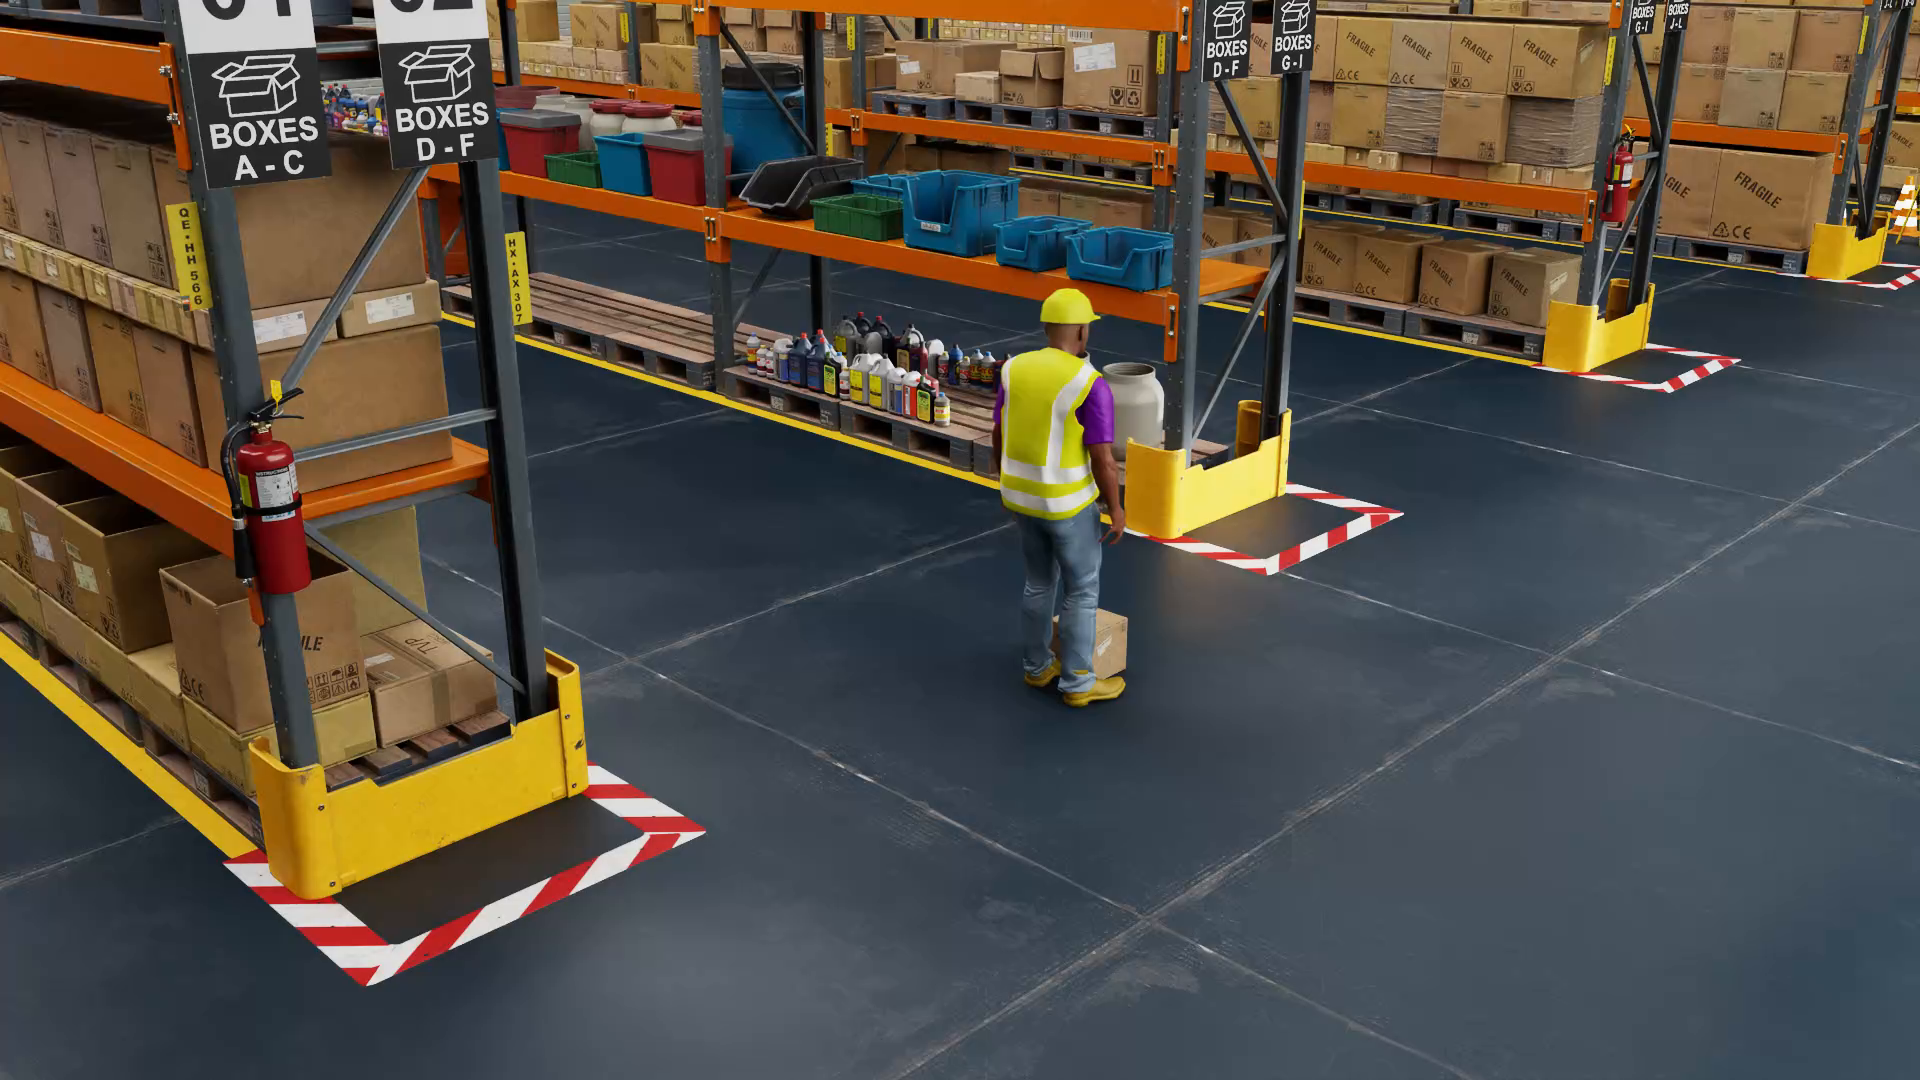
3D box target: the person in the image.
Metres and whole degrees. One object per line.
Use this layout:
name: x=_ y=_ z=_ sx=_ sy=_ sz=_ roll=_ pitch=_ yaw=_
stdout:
person: x=0.417 y=-0.182 z=7.040 sx=0.638 sy=1.761 sz=0.457 roll=18 pitch=27 yaw=39
